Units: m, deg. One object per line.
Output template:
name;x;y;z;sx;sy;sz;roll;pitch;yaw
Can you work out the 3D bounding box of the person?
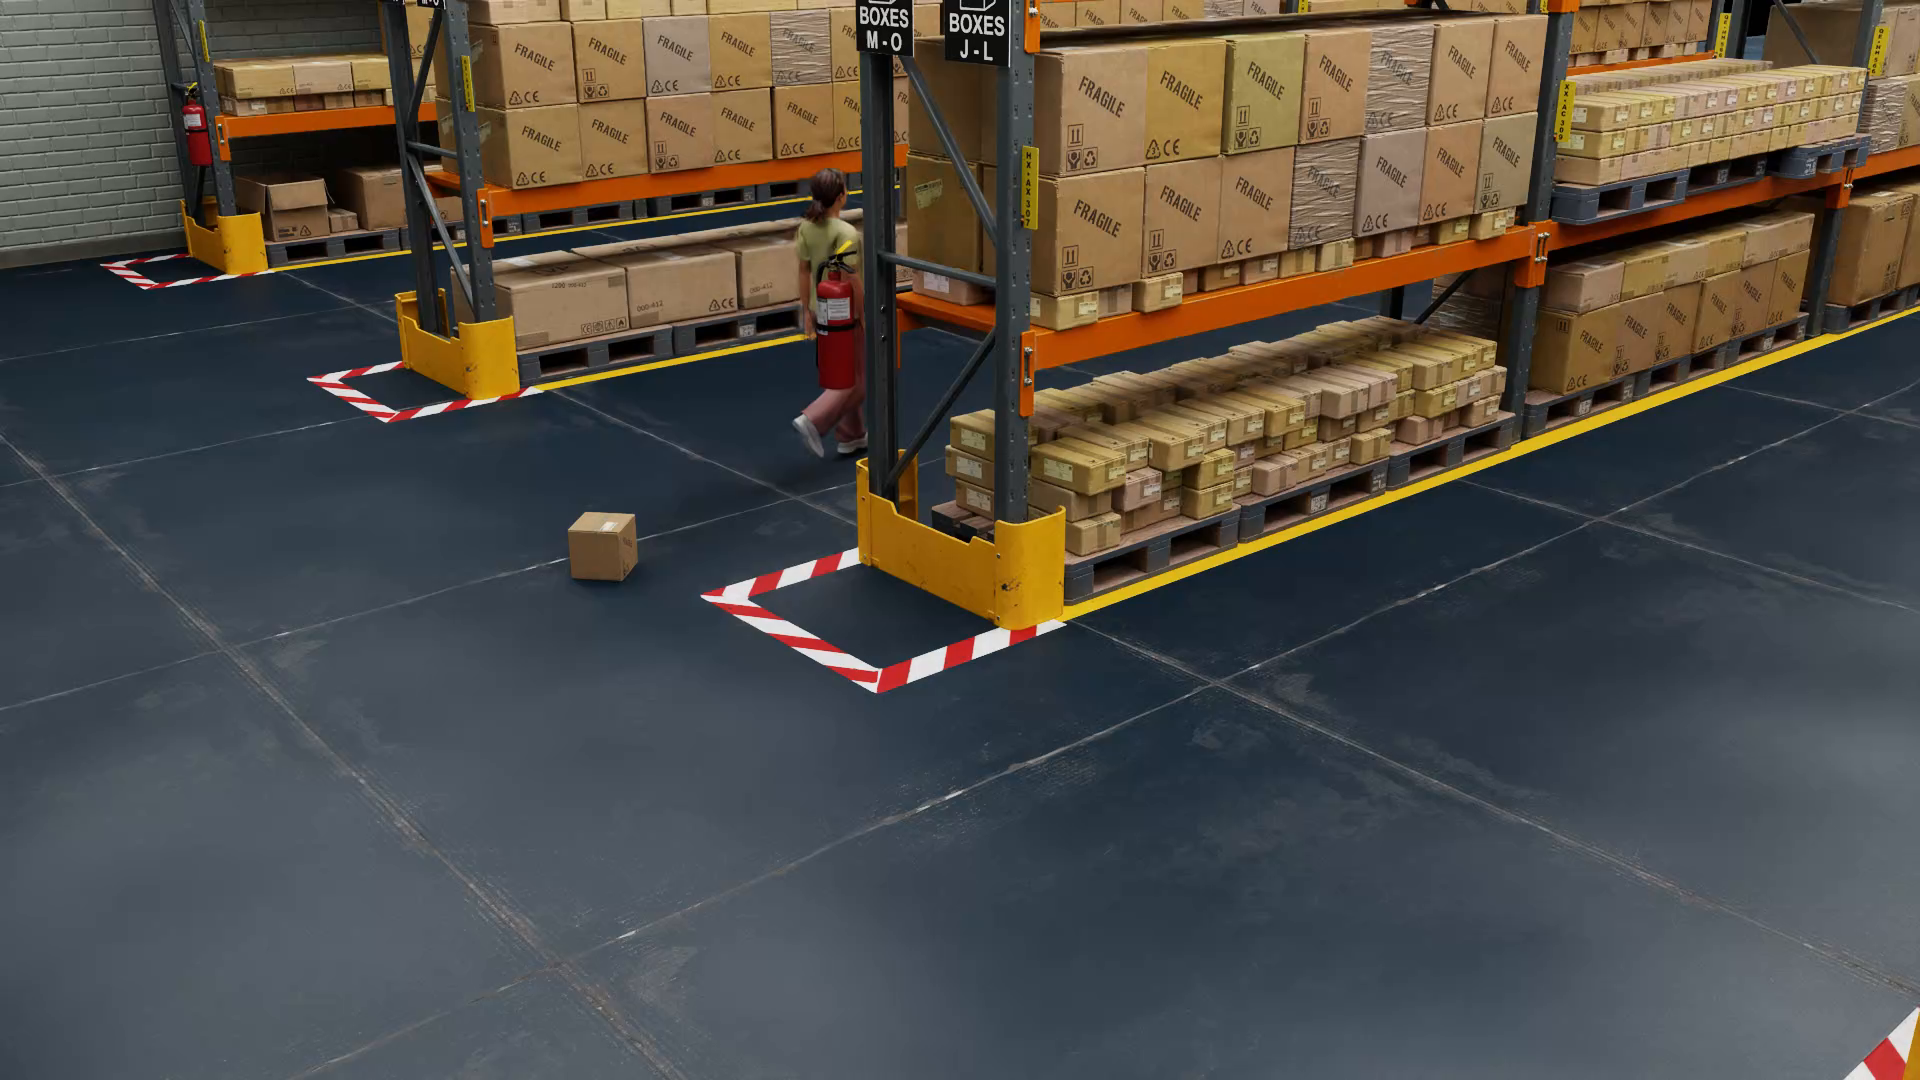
person;-0.706;-1.243;9.279;0.730;1.648;0.439;-20;28;-41
